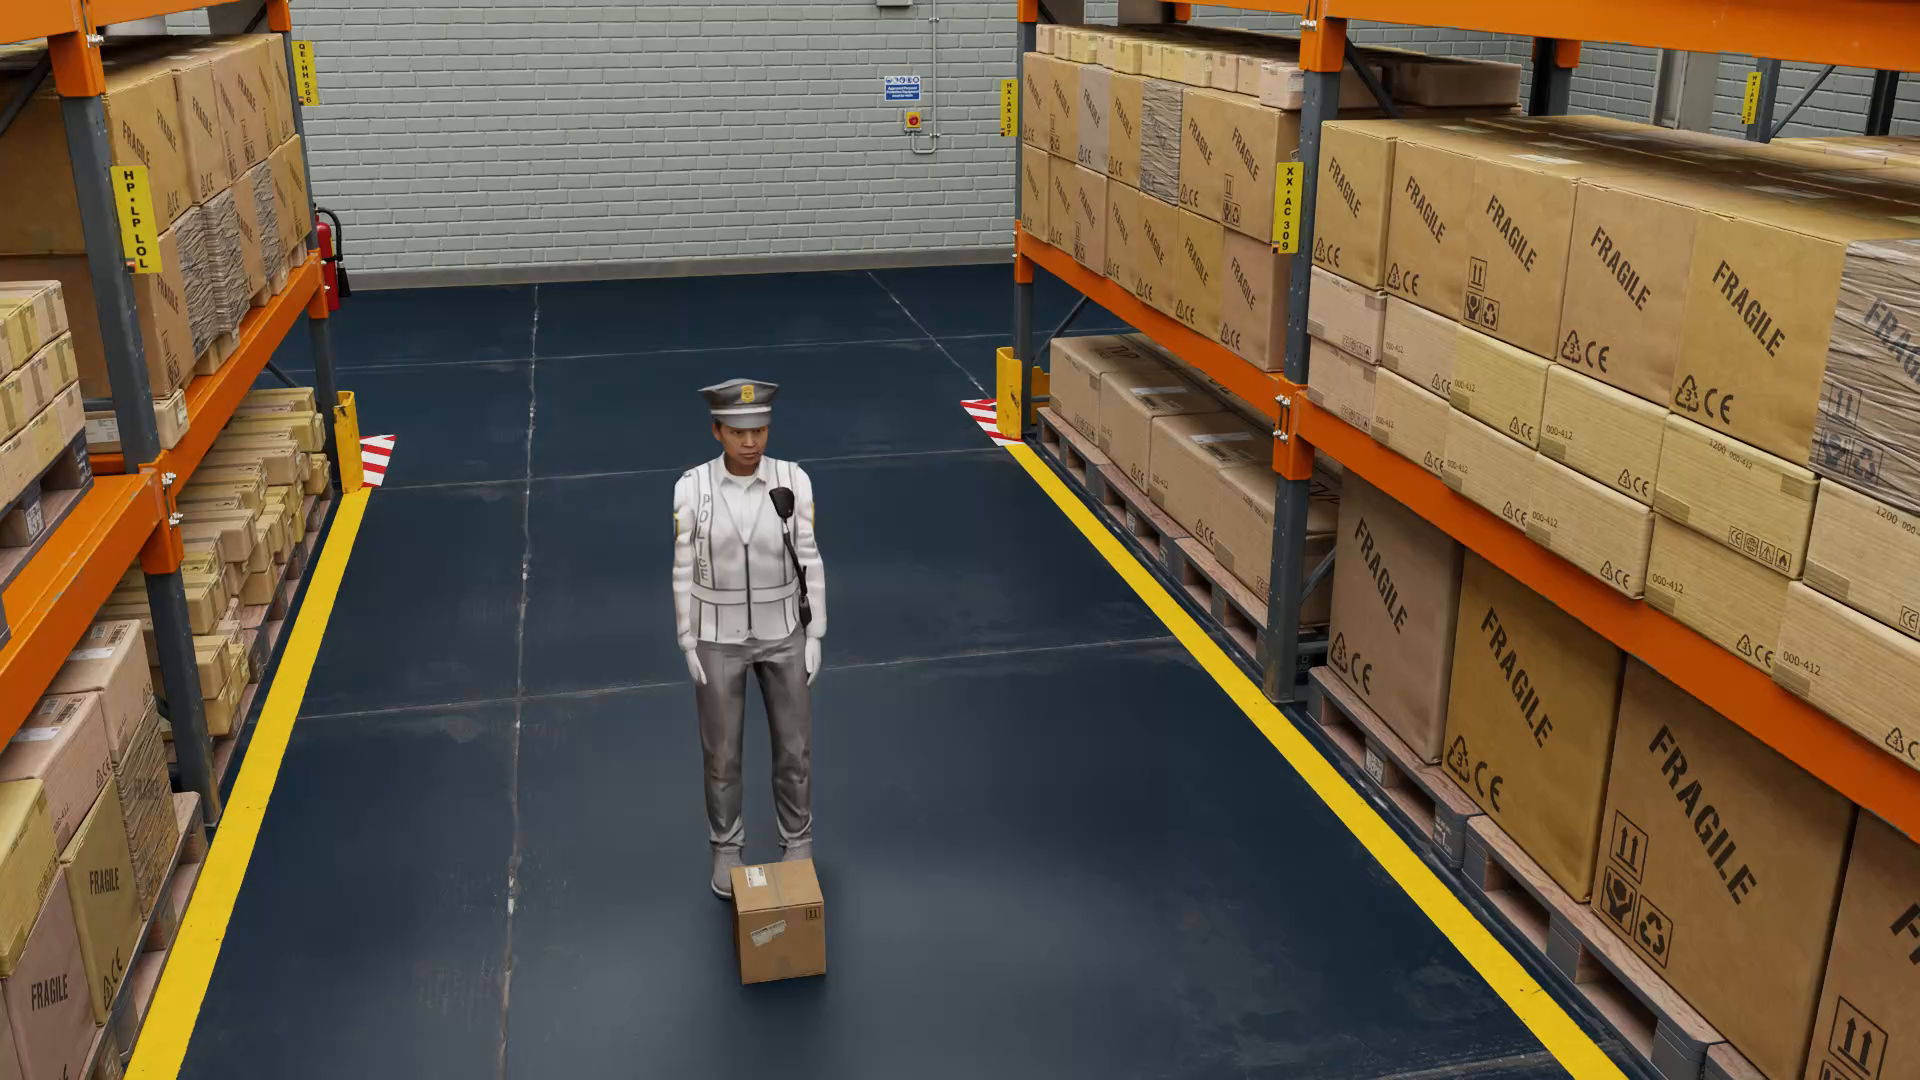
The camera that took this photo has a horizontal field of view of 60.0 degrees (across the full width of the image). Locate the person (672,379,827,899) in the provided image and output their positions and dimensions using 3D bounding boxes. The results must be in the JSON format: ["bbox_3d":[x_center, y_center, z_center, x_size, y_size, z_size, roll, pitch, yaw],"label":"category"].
[{"bbox_3d":[-0.646,0.311,5.181,0.468,1.682,0.338,-4,20,-12],"label":"person"}]
